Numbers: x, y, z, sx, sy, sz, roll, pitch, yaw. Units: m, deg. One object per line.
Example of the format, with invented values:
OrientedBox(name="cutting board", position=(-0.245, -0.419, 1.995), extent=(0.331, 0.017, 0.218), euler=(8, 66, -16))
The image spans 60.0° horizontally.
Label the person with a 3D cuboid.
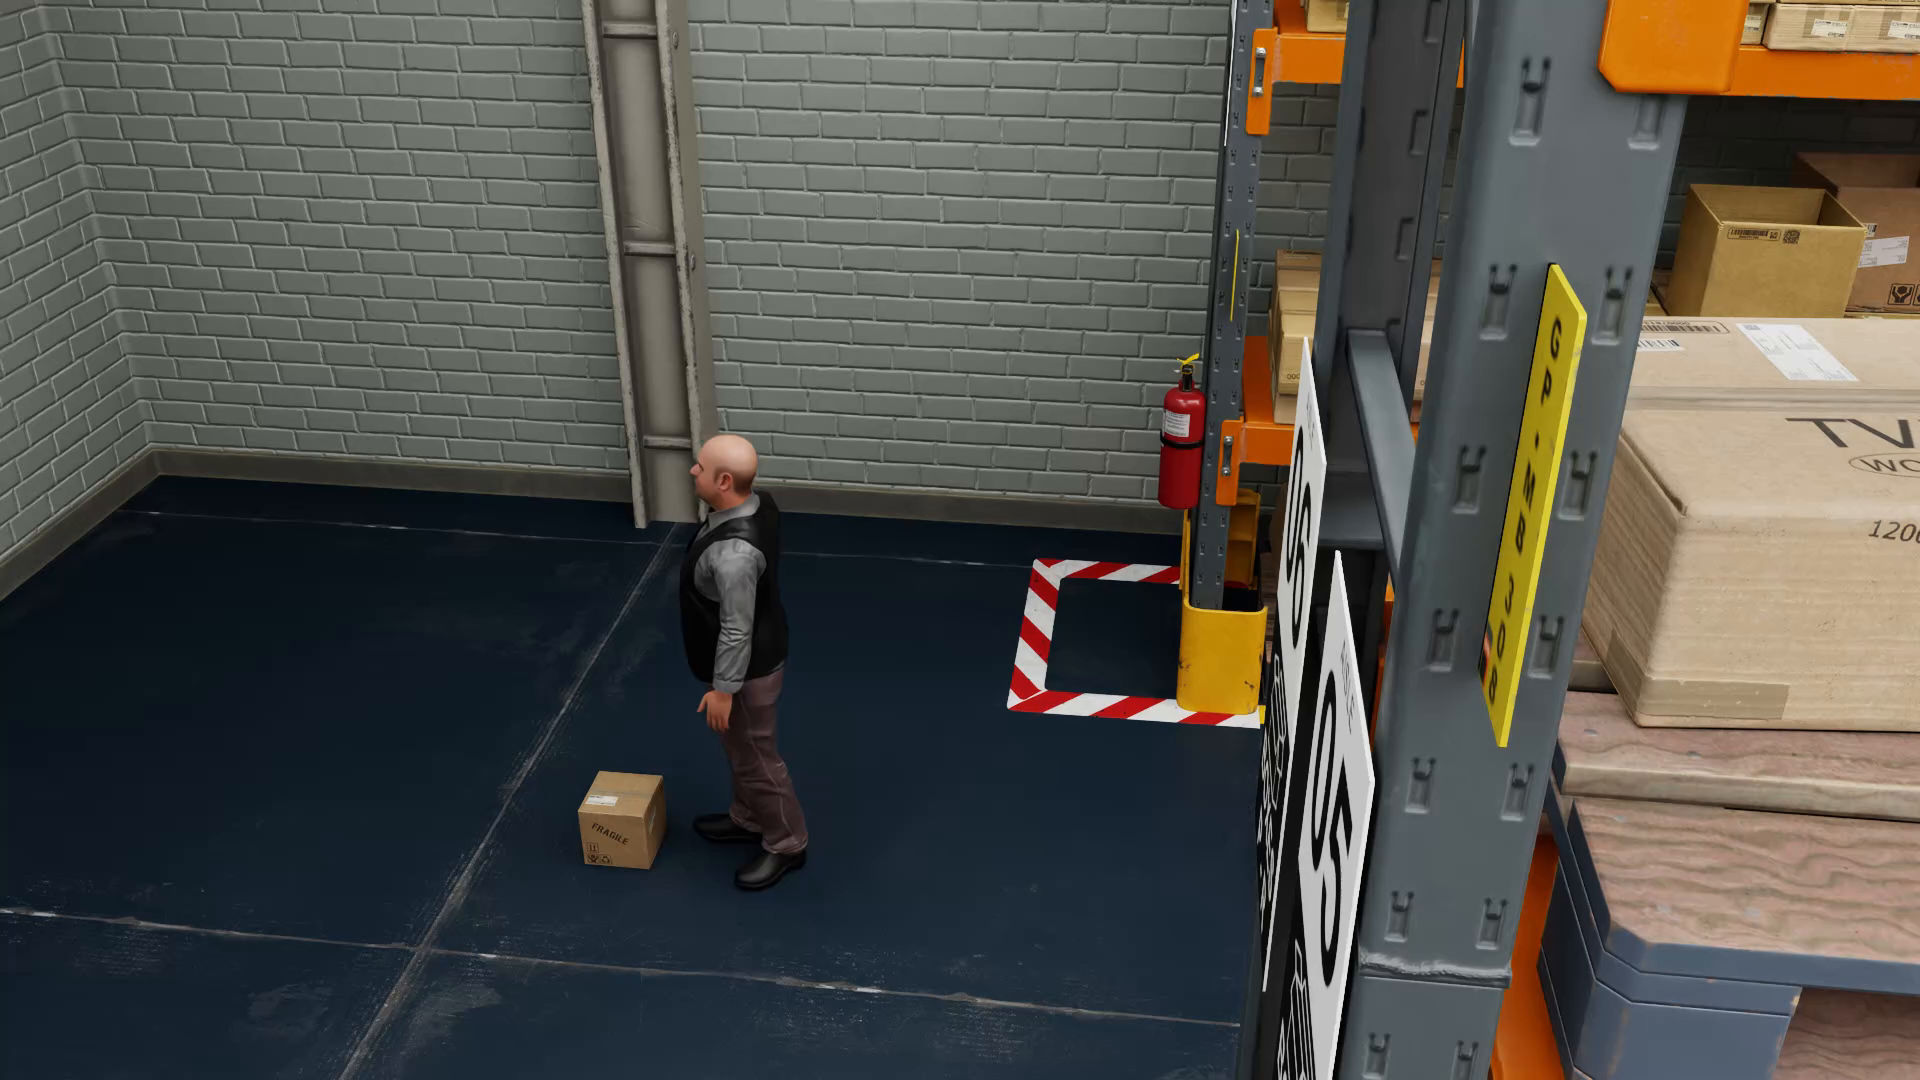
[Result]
OrientedBox(name="person", position=(-0.791, 0.432, 5.828), extent=(0.455, 1.724, 0.560), euler=(0, 28, -1))
